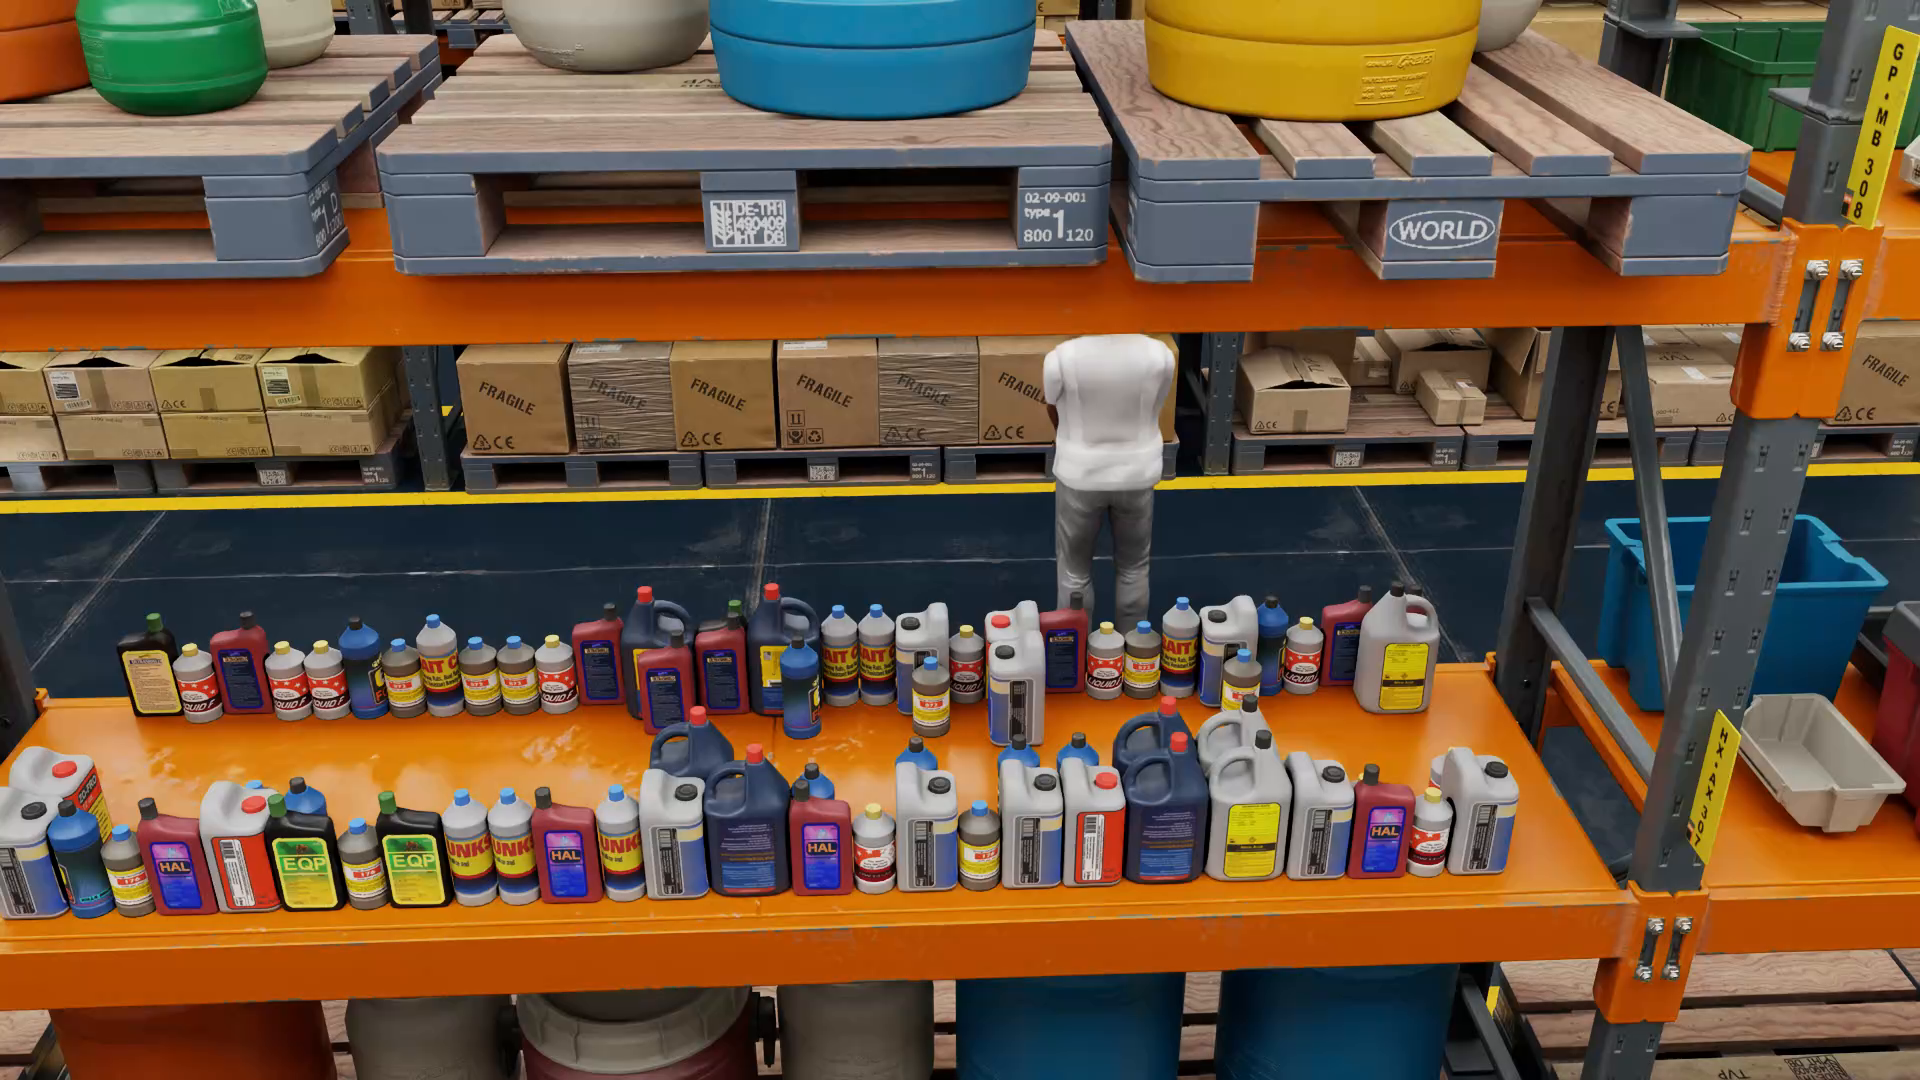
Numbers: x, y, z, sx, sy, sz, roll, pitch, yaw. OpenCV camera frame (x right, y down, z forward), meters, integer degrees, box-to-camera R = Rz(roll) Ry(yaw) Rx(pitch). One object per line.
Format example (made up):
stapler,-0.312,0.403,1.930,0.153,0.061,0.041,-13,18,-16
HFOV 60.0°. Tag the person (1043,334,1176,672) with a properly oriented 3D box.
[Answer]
person,0.563,-0.297,6.669,0.505,1.763,0.558,-1,27,-3
